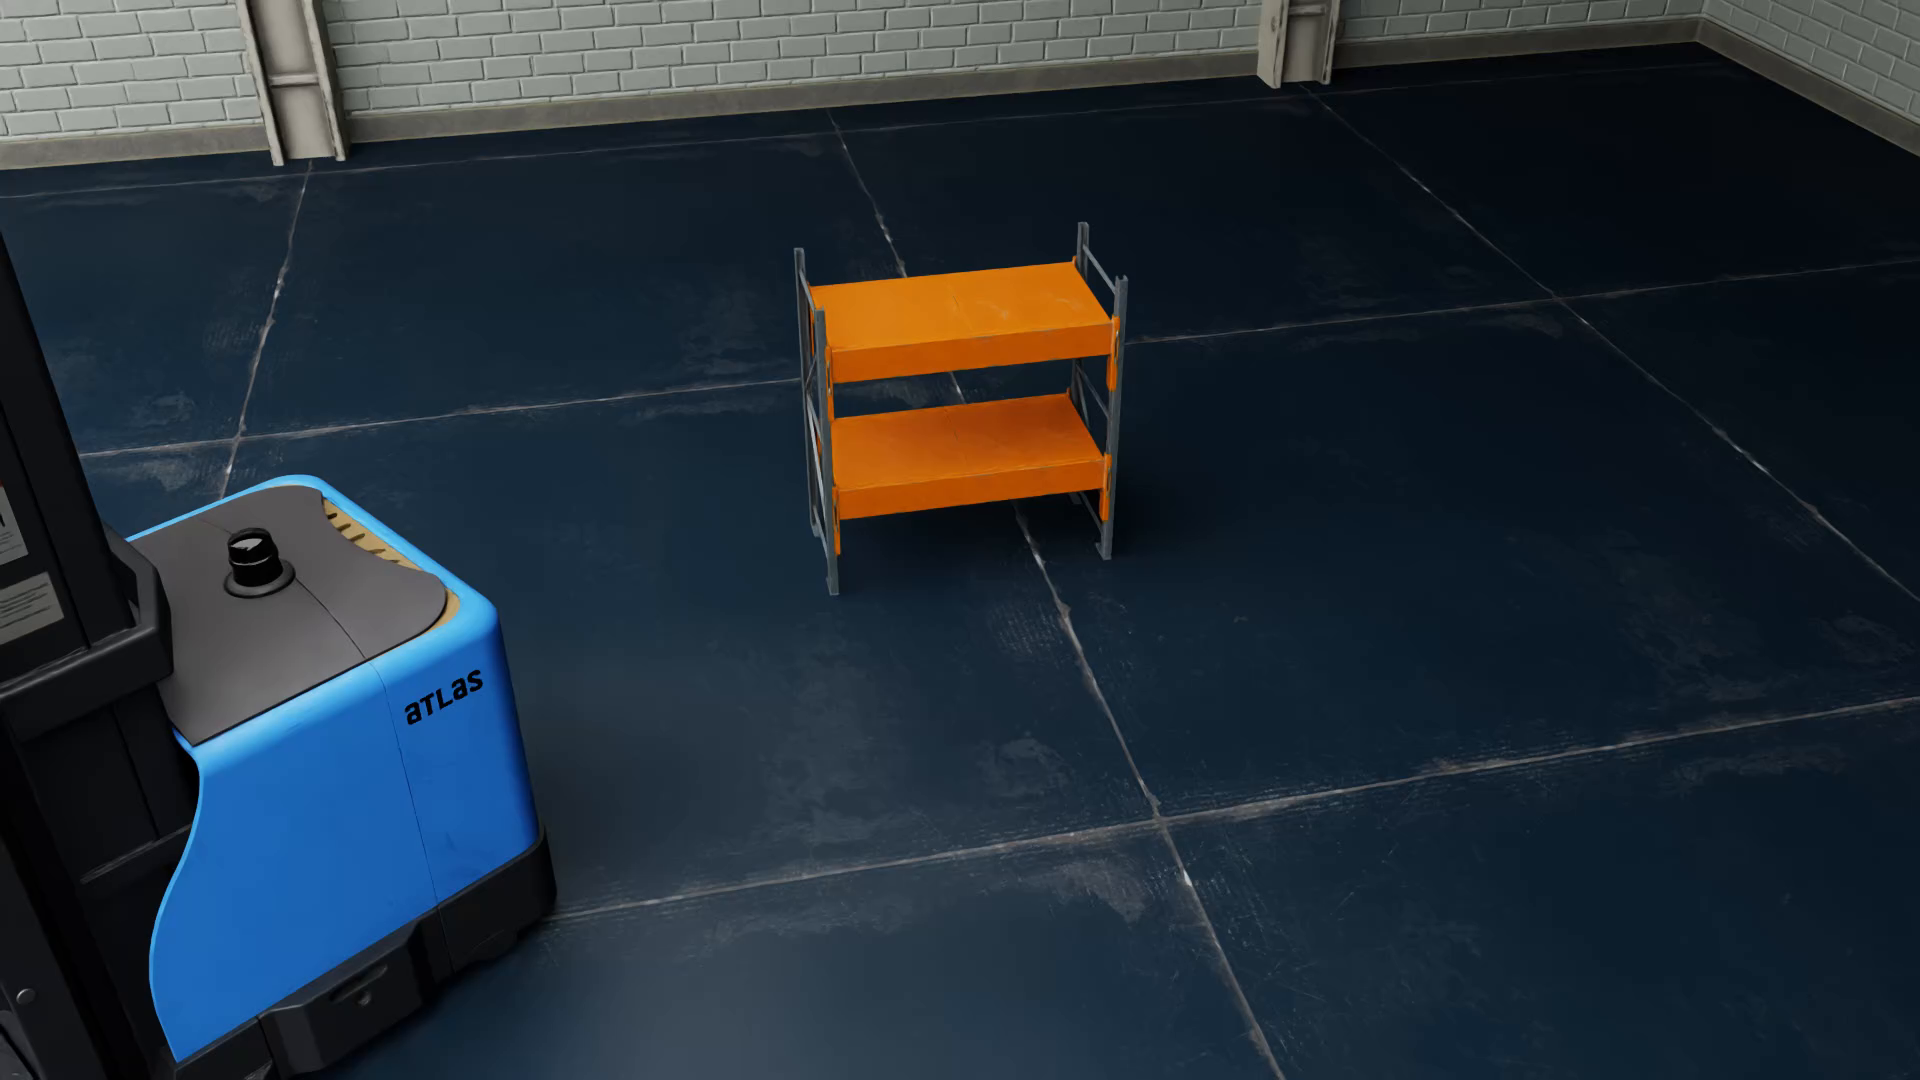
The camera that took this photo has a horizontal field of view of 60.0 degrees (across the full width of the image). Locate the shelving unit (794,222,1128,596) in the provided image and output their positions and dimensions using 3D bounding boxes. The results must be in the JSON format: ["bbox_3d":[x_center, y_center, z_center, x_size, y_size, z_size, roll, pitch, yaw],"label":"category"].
[{"bbox_3d":[-0.007,-0.466,5.935,1.048,1.125,0.538,-7,35,-11],"label":"shelving unit"}]

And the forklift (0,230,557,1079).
[{"bbox_3d":[-2.506,0.247,3.252,1.130,2.935,3.031,28,43,35],"label":"forklift"}]

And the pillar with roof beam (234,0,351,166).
[{"bbox_3d":[-2.770,-3.619,3.567,0.400,9.000,9.100,-7,35,-11],"label":"pillar with roof beam"}]

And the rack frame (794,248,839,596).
[{"bbox_3d":[-0.502,-0.404,5.842,0.032,1.125,0.500,-7,35,-11],"label":"rack frame"}]

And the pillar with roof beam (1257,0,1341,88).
[{"bbox_3d":[3.082,-4.356,4.666,0.400,9.000,9.100,-7,35,-11],"label":"pillar with roof beam"}]

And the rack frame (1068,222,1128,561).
[{"bbox_3d":[0.489,-0.529,6.028,0.032,1.125,0.500,-7,35,-11],"label":"rack frame"}]

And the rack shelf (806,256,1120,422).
[{"bbox_3d":[-0.007,-0.709,5.772,1.000,0.278,0.538,-7,35,-11],"label":"rack shelf"}]

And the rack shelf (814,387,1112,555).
[{"bbox_3d":[-0.007,-0.263,6.072,1.000,0.278,0.538,-7,35,-11],"label":"rack shelf"}]
